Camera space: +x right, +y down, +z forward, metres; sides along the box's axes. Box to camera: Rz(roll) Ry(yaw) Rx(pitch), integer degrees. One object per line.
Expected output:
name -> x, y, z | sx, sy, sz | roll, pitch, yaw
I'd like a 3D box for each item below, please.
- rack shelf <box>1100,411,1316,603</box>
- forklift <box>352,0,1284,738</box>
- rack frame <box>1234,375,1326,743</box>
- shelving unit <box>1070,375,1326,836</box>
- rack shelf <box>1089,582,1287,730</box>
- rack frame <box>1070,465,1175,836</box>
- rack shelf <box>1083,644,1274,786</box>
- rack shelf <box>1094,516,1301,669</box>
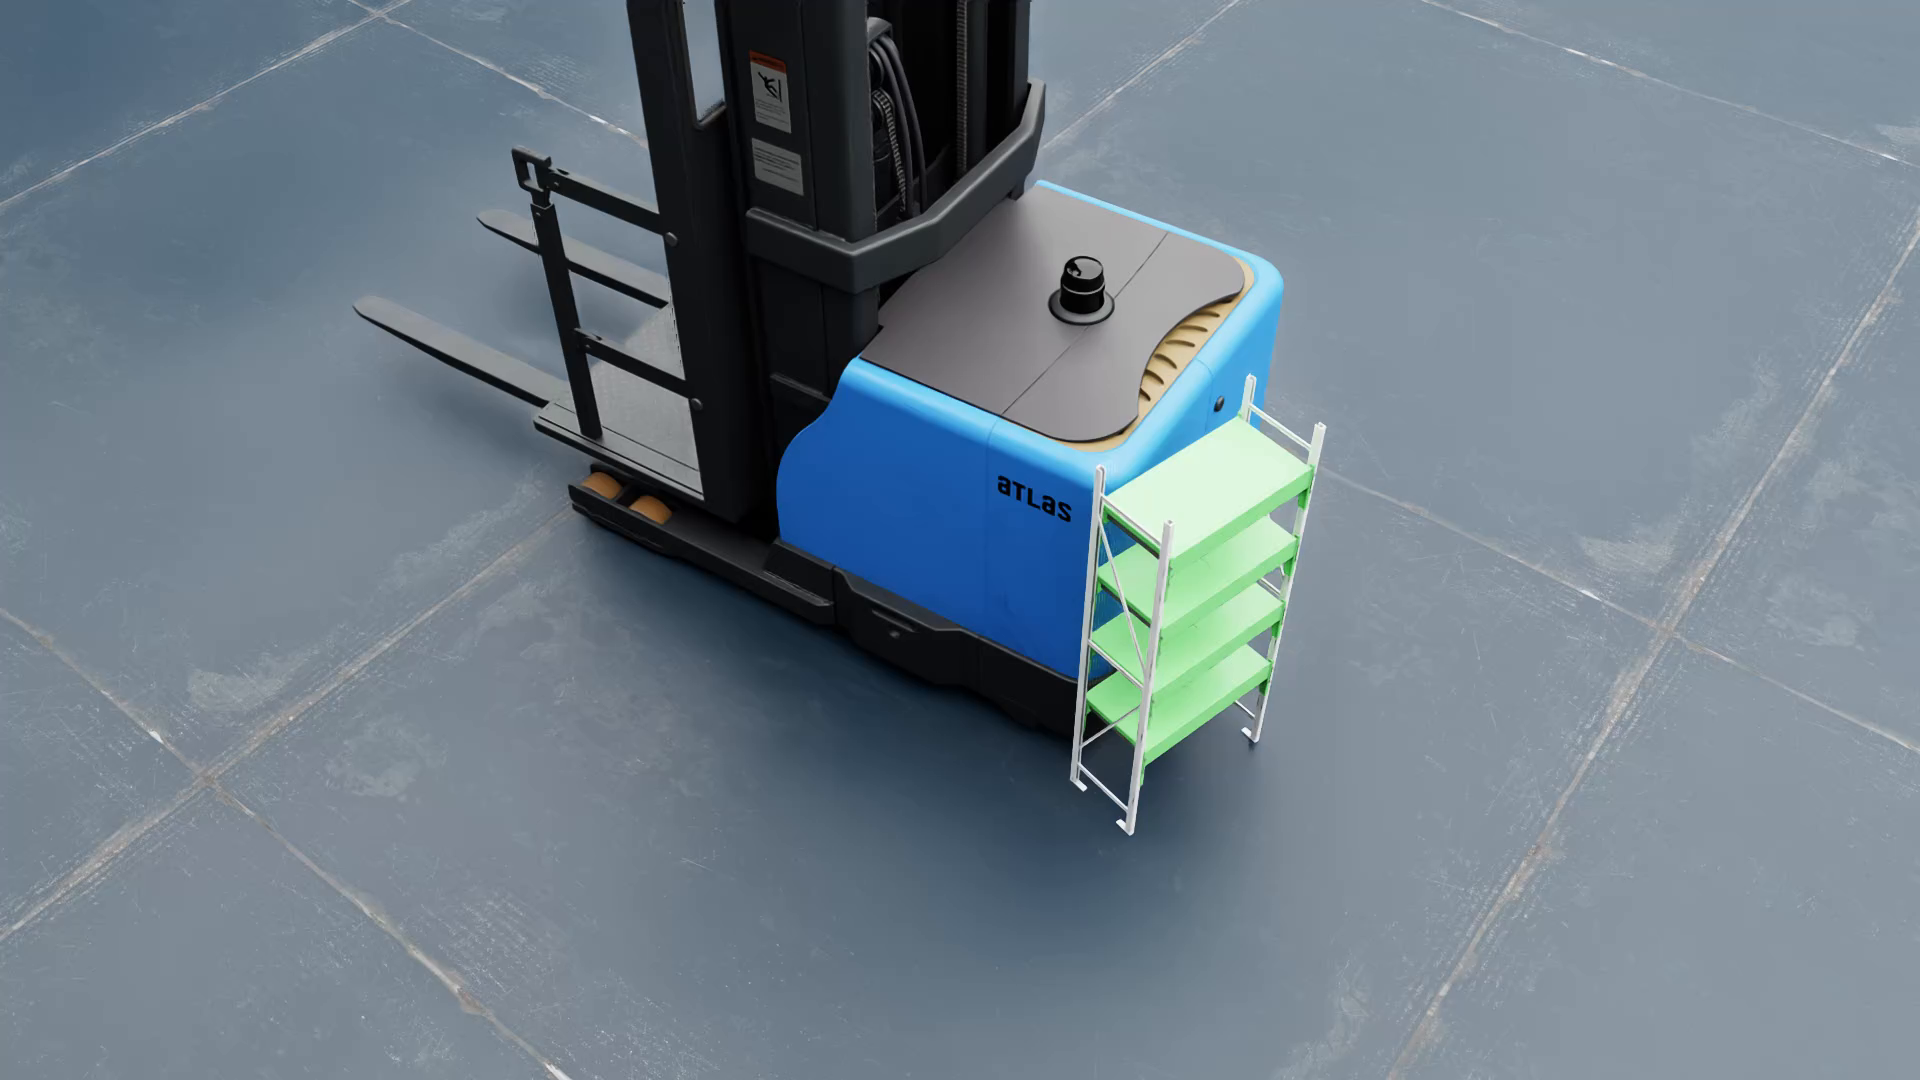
rack shelf -> 0.576, -0.086, 3.927 | 0.480, 0.148, 0.258 | -31, 54, -26
forklift -> -0.631, -1.286, 4.451 | 3.031, 2.935, 1.130 | 24, 51, 22
rack frame -> 0.764, 0.089, 4.335 | 0.015, 1.200, 0.240 | -31, 54, -26
shelving unit -> 0.576, 0.202, 4.228 | 0.503, 1.200, 0.258 | -31, 54, -26
rack shelf -> 0.576, 0.246, 4.274 | 0.480, 0.148, 0.258 | -31, 54, -26
rack frame -> 0.387, 0.314, 4.120 | 0.015, 1.200, 0.240 | -31, 54, -26
rack shelf -> 0.576, 0.412, 4.447 | 0.480, 0.148, 0.258 | -31, 54, -26
rack shelf -> 0.576, 0.080, 4.100 | 0.480, 0.148, 0.258 | -31, 54, -26
